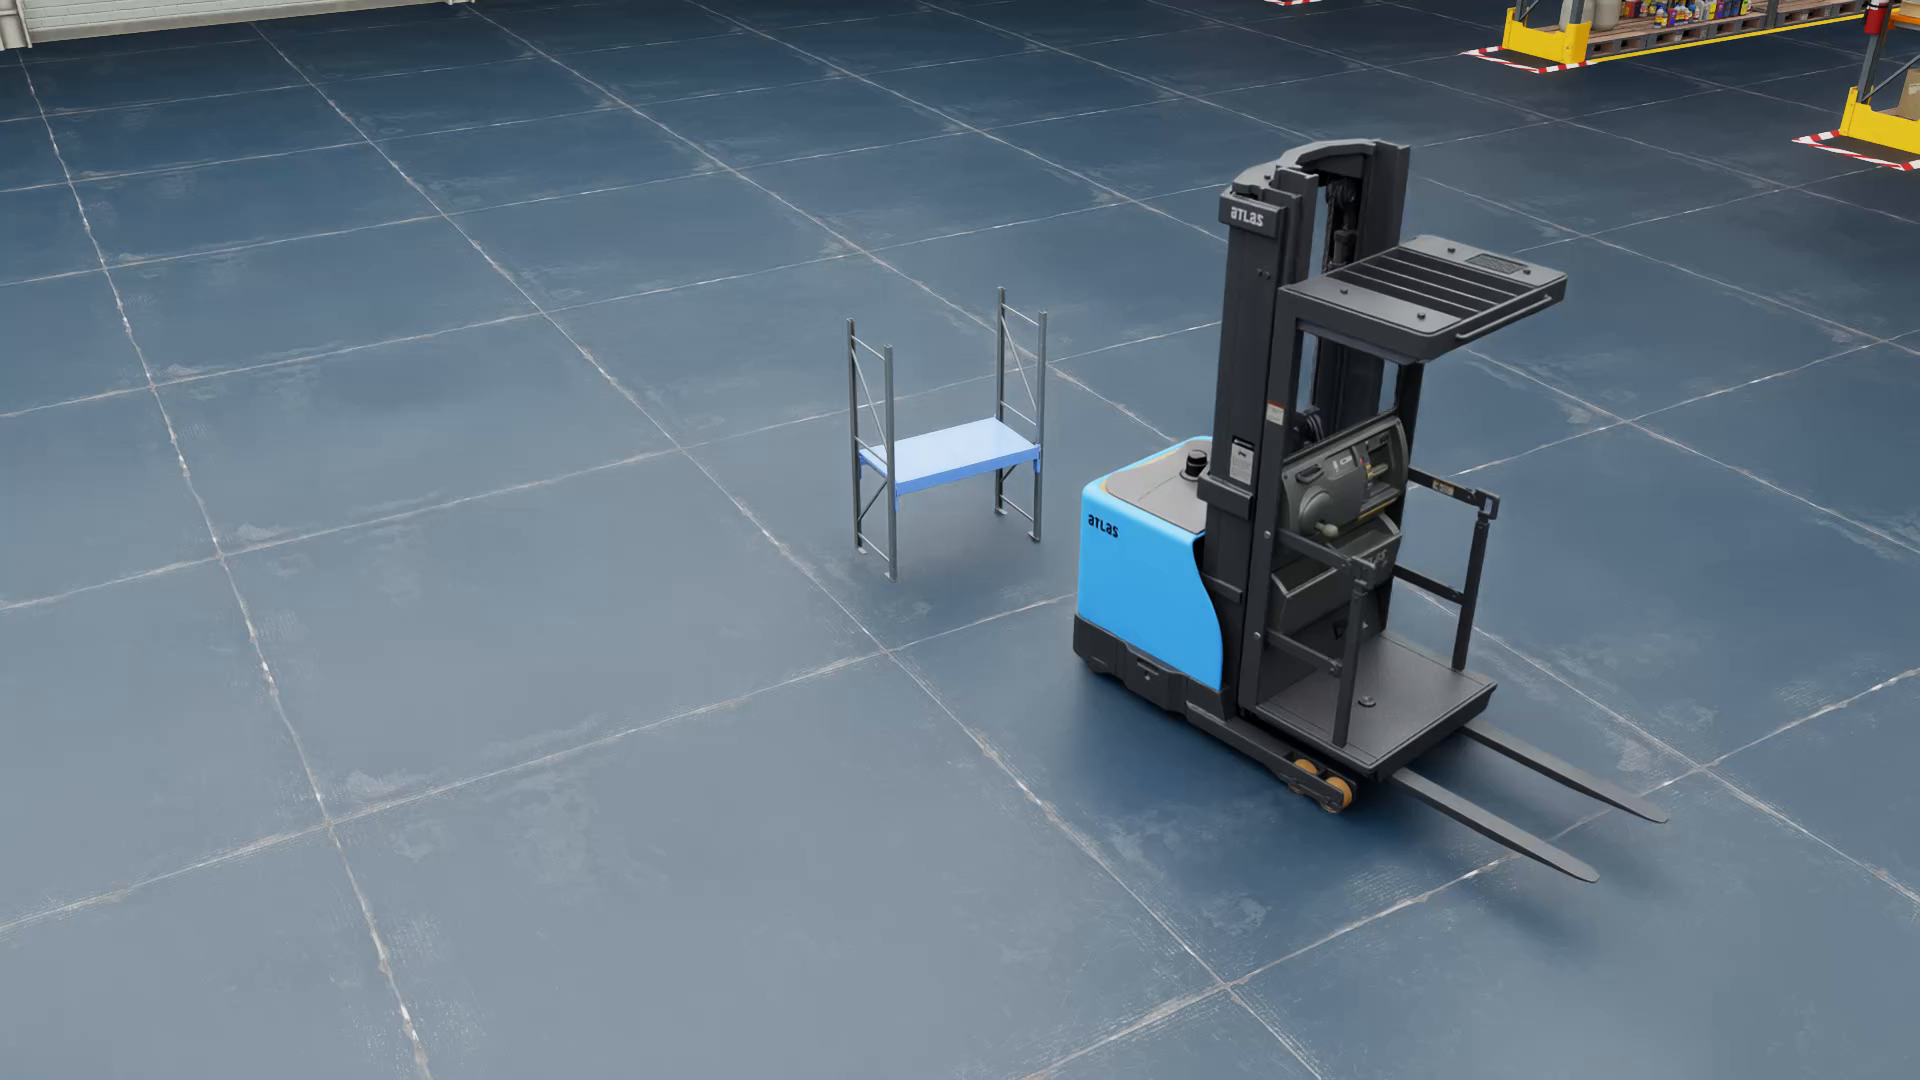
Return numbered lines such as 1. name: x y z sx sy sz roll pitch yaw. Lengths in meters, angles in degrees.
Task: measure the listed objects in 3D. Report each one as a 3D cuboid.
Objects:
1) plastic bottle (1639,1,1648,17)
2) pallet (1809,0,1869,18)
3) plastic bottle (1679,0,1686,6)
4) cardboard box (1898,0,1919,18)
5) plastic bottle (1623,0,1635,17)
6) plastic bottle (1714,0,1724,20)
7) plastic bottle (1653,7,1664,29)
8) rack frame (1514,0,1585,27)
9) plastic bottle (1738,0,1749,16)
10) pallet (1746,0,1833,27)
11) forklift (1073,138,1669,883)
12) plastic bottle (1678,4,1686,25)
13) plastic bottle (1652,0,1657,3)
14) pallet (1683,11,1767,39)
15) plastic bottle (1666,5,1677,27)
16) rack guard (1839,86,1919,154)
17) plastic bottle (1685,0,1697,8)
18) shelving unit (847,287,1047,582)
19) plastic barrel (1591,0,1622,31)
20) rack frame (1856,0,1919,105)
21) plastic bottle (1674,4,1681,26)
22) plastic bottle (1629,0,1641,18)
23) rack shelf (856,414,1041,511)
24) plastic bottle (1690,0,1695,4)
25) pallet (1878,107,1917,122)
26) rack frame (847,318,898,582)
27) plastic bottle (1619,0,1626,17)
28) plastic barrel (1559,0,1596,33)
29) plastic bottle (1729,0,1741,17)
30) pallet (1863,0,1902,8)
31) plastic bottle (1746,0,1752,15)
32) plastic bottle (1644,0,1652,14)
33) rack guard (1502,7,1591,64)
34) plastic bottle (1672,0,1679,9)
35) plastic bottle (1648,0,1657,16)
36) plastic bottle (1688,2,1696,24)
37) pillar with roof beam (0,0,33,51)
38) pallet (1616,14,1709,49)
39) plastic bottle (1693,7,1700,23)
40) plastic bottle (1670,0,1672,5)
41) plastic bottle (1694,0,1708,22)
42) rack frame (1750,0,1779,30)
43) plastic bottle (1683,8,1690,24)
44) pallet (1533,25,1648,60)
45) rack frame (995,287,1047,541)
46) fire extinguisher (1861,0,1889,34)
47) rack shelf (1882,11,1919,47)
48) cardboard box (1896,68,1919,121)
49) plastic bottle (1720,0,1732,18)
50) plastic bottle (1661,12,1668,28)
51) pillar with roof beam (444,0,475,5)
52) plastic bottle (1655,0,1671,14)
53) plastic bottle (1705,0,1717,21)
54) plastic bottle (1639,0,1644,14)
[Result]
1. plastic bottle: 9.452 -7.336 22.978 0.097 0.201 0.097 0 29 0
2. pallet: 12.819 -7.967 24.566 1.213 0.211 1.003 -16 33 -26
3. plastic bottle: 10.139 -7.566 23.322 0.097 0.271 0.097 0 29 0
4. cardboard box: 10.311 -5.682 17.800 0.250 0.149 0.380 -16 33 -26
5. plastic bottle: 9.253 -7.382 22.984 0.135 0.276 0.152 -16 33 -26
6. plastic bottle: 10.415 -7.300 22.828 0.133 0.283 0.061 -14 32 -23
7. plastic bottle: 9.381 -7.012 22.317 0.097 0.271 0.097 0 29 0
8. rack frame: 7.660 -7.700 21.195 0.127 3.000 1.000 -16 33 -26
9. plastic bottle: 10.861 -7.427 23.057 0.133 0.283 0.061 -14 32 -24
10. pallet: 11.766 -7.666 24.021 1.213 0.211 1.003 -16 33 -26
11. forklift: 1.978 -0.255 7.777 1.130 2.935 3.031 -24 37 -36
12. plastic bottle: 9.763 -7.120 22.514 0.097 0.271 0.097 0 29 0
13. plastic bottle: 9.674 -7.537 23.186 0.185 0.351 0.144 -16 33 -27
14. pallet: 10.509 -7.311 23.377 1.213 0.211 1.003 -16 33 -26
15. plastic bottle: 9.586 -7.065 22.401 0.133 0.283 0.061 -15 32 -26
16. rack guard: 10.235 -4.560 18.094 0.348 0.500 1.175 -16 33 -26
17. plastic bottle: 10.276 -7.627 23.350 0.185 0.351 0.144 -16 33 -26
18. shelving unit: -0.074 -0.636 9.948 1.048 1.500 0.538 -16 33 -26
19. plastic barrel: 8.621 -7.110 22.267 0.421 0.512 0.421 0 29 0
20. rack frame: 10.170 -5.636 17.457 0.127 3.000 1.000 -16 33 -26
21. plastic bottle: 9.677 -7.096 22.469 0.097 0.271 0.097 0 29 0
22. plastic bottle: 9.307 -7.341 22.902 0.133 0.283 0.061 -16 33 -26
23. rack shelf: -0.074 -0.478 10.035 1.000 0.185 0.538 -16 33 -26
24. plastic bottle: 10.059 -7.284 22.799 0.133 0.283 0.061 -16 33 -26
25. pallet: 10.953 -4.618 18.498 1.213 0.211 1.003 -16 33 -26
26. rack frame: -0.512 -0.511 9.723 0.032 1.500 0.500 -16 33 -26
27. plastic bottle: 9.113 -7.371 22.957 0.133 0.283 0.061 -15 32 -25
28. plastic barrel: 8.189 -6.987 22.045 0.421 0.512 0.421 0 29 0
29. plastic bottle: 10.700 -7.434 23.000 0.185 0.351 0.144 -17 33 -28
30. pallet: 13.870 -8.263 25.103 1.213 0.211 1.003 -16 33 -26
31. plastic bottle: 10.954 -7.427 23.143 0.097 0.201 0.097 0 29 0
32. plastic bottle: 9.513 -7.491 23.104 0.185 0.351 0.144 -14 32 -24
33. rack guard: 7.702 -6.643 21.869 0.348 0.500 1.175 -16 33 -26
34. plastic bottle: 10.040 -7.641 23.375 0.185 0.351 0.144 -17 33 -28
35. plastic bottle: 9.612 -7.386 23.068 0.097 0.201 0.097 0 29 0
36. plastic bottle: 9.938 -7.170 22.604 0.097 0.271 0.097 0 29 0
37. pillar with roof beam: -10.532 -8.785 16.954 0.400 9.000 9.100 -16 33 -26
38. pallet: 9.456 -7.010 22.832 1.213 0.211 1.003 -16 33 -26
39. plastic bottle: 10.026 -7.164 22.666 0.097 0.201 0.097 0 29 0
40. plastic bottle: 9.932 -7.554 23.301 0.097 0.271 0.097 0 29 0
41. plastic bottle: 10.114 -7.237 22.721 0.135 0.276 0.152 -15 32 -25
42. rack frame: 11.109 -8.679 22.970 0.127 3.000 1.000 -16 33 -26
43. plastic bottle: 9.849 -7.114 22.575 0.097 0.201 0.097 0 29 0
44. pallet: 8.405 -6.713 22.295 1.213 0.211 1.003 -16 33 -26
45. rack frame: 0.365 -0.760 10.173 0.032 1.500 0.500 -16 33 -26
46. fire extinguisher: 9.837 -5.766 17.772 0.183 0.674 0.296 -16 33 -26
47. rack shelf: 11.894 -5.811 18.518 4.000 0.370 1.077 -16 33 -26
48. cardboard box: 10.716 -4.872 18.224 0.500 0.500 0.500 -10 30 -17
49. plastic bottle: 10.534 -7.387 22.915 0.185 0.351 0.144 -18 33 -29
50. plastic bottle: 9.471 -7.006 22.380 0.097 0.201 0.097 0 29 0
51. pillar with roof beam: -5.359 -10.254 19.615 0.400 9.000 9.100 -16 33 -26
52. plastic bottle: 9.770 -7.448 23.104 0.135 0.276 0.152 -16 33 -26
53. plastic bottle: 10.256 -7.308 22.772 0.185 0.351 0.144 -16 33 -27
54. plastic bottle: 9.372 -7.416 23.045 0.135 0.276 0.152 -17 33 -28
